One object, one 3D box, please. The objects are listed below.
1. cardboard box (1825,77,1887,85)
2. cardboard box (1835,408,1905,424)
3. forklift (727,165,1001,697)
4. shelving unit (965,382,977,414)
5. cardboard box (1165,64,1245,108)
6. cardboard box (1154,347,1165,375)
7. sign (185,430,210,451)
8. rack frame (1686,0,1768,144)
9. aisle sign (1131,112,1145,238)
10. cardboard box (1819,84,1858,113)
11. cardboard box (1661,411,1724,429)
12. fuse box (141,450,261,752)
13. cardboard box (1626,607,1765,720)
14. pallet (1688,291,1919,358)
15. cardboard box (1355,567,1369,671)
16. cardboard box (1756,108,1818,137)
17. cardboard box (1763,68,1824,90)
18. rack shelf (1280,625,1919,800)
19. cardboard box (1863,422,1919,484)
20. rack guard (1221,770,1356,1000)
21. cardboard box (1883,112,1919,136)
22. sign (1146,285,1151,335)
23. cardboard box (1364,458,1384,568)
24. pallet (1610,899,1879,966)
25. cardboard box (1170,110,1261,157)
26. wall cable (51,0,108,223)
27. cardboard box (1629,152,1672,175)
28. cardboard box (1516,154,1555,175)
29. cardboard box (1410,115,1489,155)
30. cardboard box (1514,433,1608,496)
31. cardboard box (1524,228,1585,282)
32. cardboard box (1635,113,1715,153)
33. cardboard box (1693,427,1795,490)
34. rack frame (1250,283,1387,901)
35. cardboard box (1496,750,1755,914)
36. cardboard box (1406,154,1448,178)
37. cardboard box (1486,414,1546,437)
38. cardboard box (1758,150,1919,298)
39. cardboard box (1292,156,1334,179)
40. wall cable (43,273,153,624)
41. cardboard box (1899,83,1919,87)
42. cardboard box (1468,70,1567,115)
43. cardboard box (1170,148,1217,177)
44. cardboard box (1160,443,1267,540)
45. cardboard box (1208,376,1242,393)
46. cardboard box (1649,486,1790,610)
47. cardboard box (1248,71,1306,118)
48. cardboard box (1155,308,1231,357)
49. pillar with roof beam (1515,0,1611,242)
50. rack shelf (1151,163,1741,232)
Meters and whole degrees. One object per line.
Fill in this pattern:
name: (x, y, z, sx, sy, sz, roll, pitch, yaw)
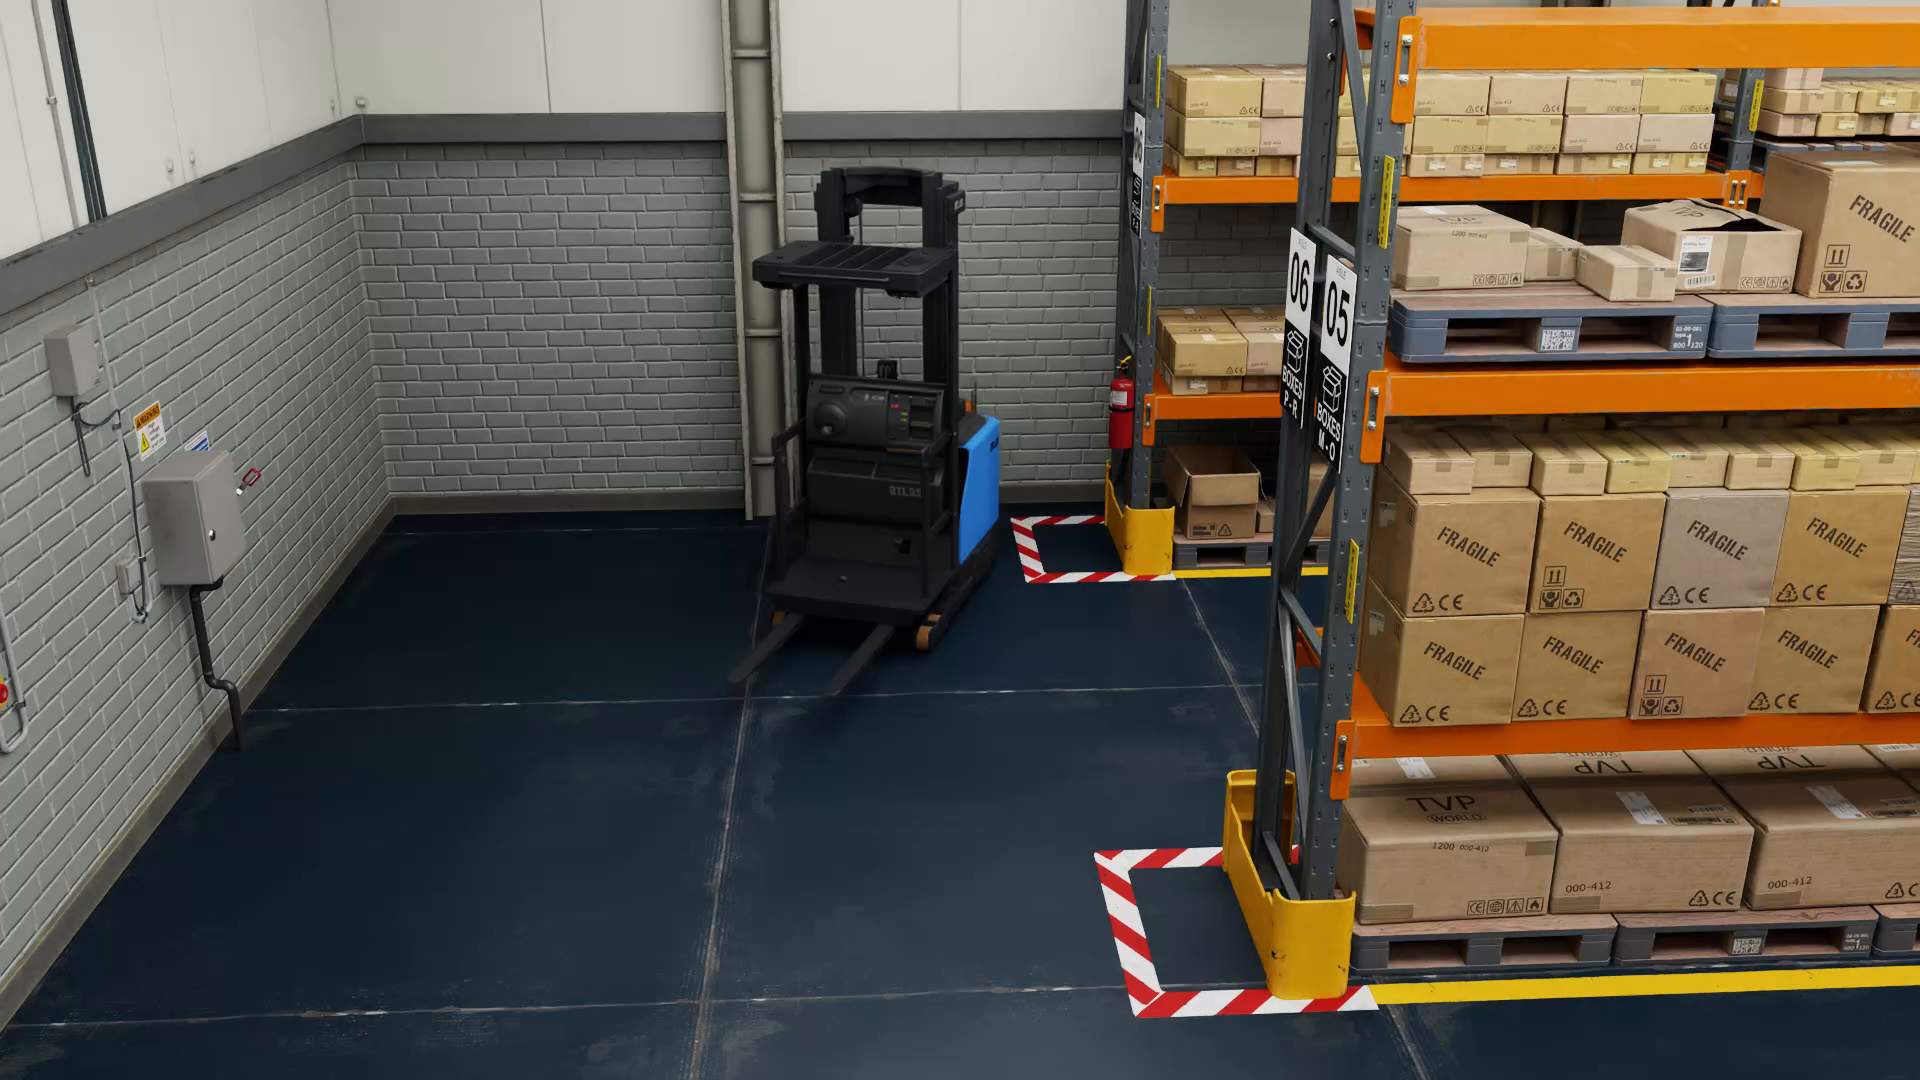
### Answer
cardboard box: (6.302, -3.172, 11.725, 0.250, 0.149, 0.380, -1, 21, -2)
cardboard box: (3.929, -0.530, 7.341, 0.250, 0.149, 0.380, -1, 21, -3)
forklift: (-0.615, -0.809, 10.627, 1.130, 2.935, 3.031, 6, 22, 16)
shelving unit: (-0.140, -0.579, 12.455, 0.503, 1.200, 0.258, 3, 21, 8)
cardboard box: (1.678, -3.166, 11.595, 0.500, 0.250, 0.500, -2, 21, -5)
cardboard box: (1.566, -1.338, 12.272, 0.250, 0.149, 0.380, -1, 21, -4)
sign: (-4.300, -0.343, 9.440, 0.001, 0.494, 0.329, -1, 21, -3)
rack frame: (5.244, -4.238, 11.105, 0.127, 3.000, 1.000, -1, 21, -3)
aisle sign: (1.199, -2.462, 11.219, 0.004, 0.787, 0.394, -1, 21, -3)
cardboard box: (5.829, -2.982, 11.226, 0.250, 0.149, 0.380, -1, 21, -2)
cardboard box: (3.155, -0.531, 7.342, 0.250, 0.149, 0.380, -1, 21, -2)
fuse box: (-4.065, 0.386, 9.203, 0.414, 1.711, 0.539, -1, 21, -3)
cardboard box: (3.045, 0.431, 7.131, 0.500, 0.500, 0.500, -1, 21, -3)
pallet: (3.499, -0.995, 6.928, 1.213, 0.211, 1.003, -1, 21, -3)
cardboard box: (2.004, 0.260, 7.583, 0.500, 0.500, 0.500, -1, 21, -3)
cardboard box: (5.565, -2.827, 11.236, 0.250, 0.149, 0.380, -1, 21, -2)
cardboard box: (5.565, -3.177, 11.155, 0.258, 0.266, 0.396, -1, 21, -4)
rack shelf: (3.534, 0.706, 7.563, 4.000, 0.370, 1.077, -1, 21, -3)
cardboard box: (3.962, -0.366, 6.908, 0.250, 0.149, 0.380, -2, 21, -4)
rack guard: (1.514, 1.579, 7.772, 0.348, 0.500, 1.175, -1, 21, -3)
cardboard box: (6.330, -2.834, 11.256, 0.250, 0.149, 0.380, -1, 21, -2)
sign: (1.282, -1.565, 11.299, 0.005, 0.325, 0.100, -1, 21, -3)
cardboard box: (2.005, -0.198, 7.380, 0.500, 0.500, 0.500, 0, 21, -1)
pallet: (3.546, 1.646, 8.002, 1.213, 0.211, 1.003, -1, 21, -3)
cardboard box: (1.709, -2.736, 11.168, 0.500, 0.250, 0.500, -1, 21, -4)
wall cable: (-4.287, -3.453, 8.991, 0.133, 3.039, 2.988, -1, 21, -3)
cardboard box: (4.657, -2.603, 11.379, 0.250, 0.149, 0.380, -1, 21, -3)
cardboard box: (3.875, -2.602, 11.377, 0.250, 0.149, 0.380, 0, 21, -1)
cardboard box: (3.242, -2.778, 11.279, 0.500, 0.250, 0.500, -1, 21, -4)
cardboard box: (2.431, -0.311, 6.765, 0.250, 0.149, 0.380, -1, 21, -1)
cardboard box: (2.396, -1.195, 6.952, 0.250, 0.149, 0.380, -3, 21, -7)
cardboard box: (4.777, -2.806, 11.353, 0.500, 0.250, 0.500, -1, 21, -3)
cardboard box: (3.204, -0.337, 6.833, 0.250, 0.149, 0.380, -1, 21, -3)
rack frame: (1.538, 0.410, 7.328, 0.127, 3.000, 1.000, -1, 21, -3)
cardboard box: (3.104, 1.341, 7.895, 0.875, 0.438, 0.875, -1, 21, -2)
cardboard box: (3.118, -2.558, 11.262, 0.250, 0.149, 0.380, -1, 21, -3)
cardboard box: (2.389, -0.534, 7.351, 0.250, 0.149, 0.380, -1, 21, -4)
cardboard box: (3.559, -1.269, 6.652, 0.500, 0.500, 0.500, -1, 21, -2)
cardboard box: (2.354, -2.544, 11.224, 0.250, 0.149, 0.380, -1, 21, -2)
wall cable: (-4.183, -0.445, 8.148, 0.122, 1.984, 0.588, -1, 21, -3)
cardboard box: (6.592, -3.013, 11.306, 0.250, 0.149, 0.380, -1, 21, -2)
cardboard box: (3.741, -3.022, 11.218, 0.500, 0.250, 0.500, -1, 21, -2)
cardboard box: (1.582, -2.561, 11.270, 0.250, 0.149, 0.380, -1, 21, -2)
cardboard box: (1.867, -0.361, 12.273, 0.637, 0.503, 0.797, -2, 21, -5)
cardboard box: (1.846, -1.167, 11.822, 0.250, 0.149, 0.380, -1, 21, -2)
cardboard box: (3.062, -0.039, 6.961, 0.500, 0.500, 0.500, -1, 21, -3)
cardboard box: (2.217, -2.981, 11.109, 0.500, 0.250, 0.500, -1, 21, -3)
cardboard box: (1.695, -1.526, 12.205, 0.500, 0.250, 0.500, -1, 21, -1)
pillar with roof beam: (4.743, -3.015, 7.892, 0.400, 9.000, 9.100, -1, 21, -3)
rack shelf: (3.247, -2.459, 11.660, 4.000, 0.370, 1.077, -1, 21, -3)
